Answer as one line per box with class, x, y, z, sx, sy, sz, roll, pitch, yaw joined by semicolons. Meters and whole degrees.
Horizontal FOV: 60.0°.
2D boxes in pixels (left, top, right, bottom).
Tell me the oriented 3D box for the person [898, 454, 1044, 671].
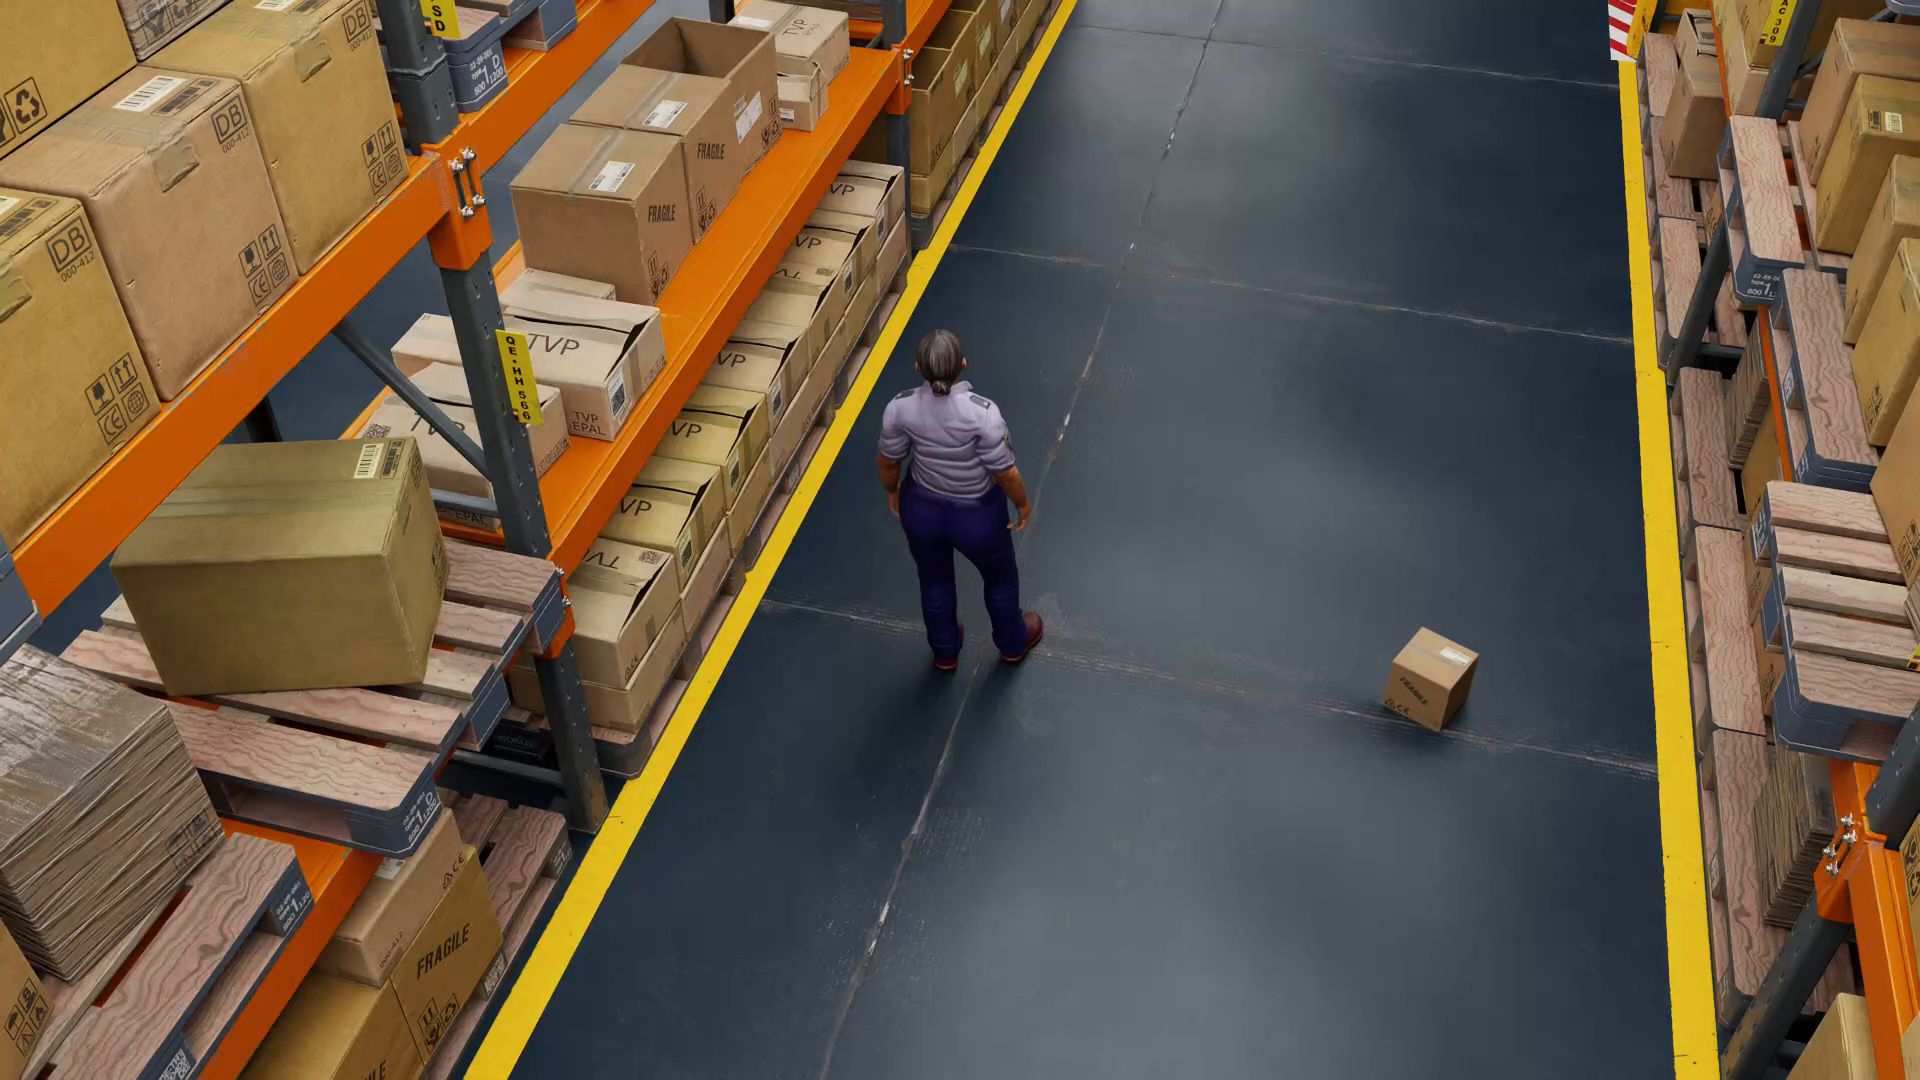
person;0.051;0.070;6.544;0.525;1.034;0.501;10;42;11
